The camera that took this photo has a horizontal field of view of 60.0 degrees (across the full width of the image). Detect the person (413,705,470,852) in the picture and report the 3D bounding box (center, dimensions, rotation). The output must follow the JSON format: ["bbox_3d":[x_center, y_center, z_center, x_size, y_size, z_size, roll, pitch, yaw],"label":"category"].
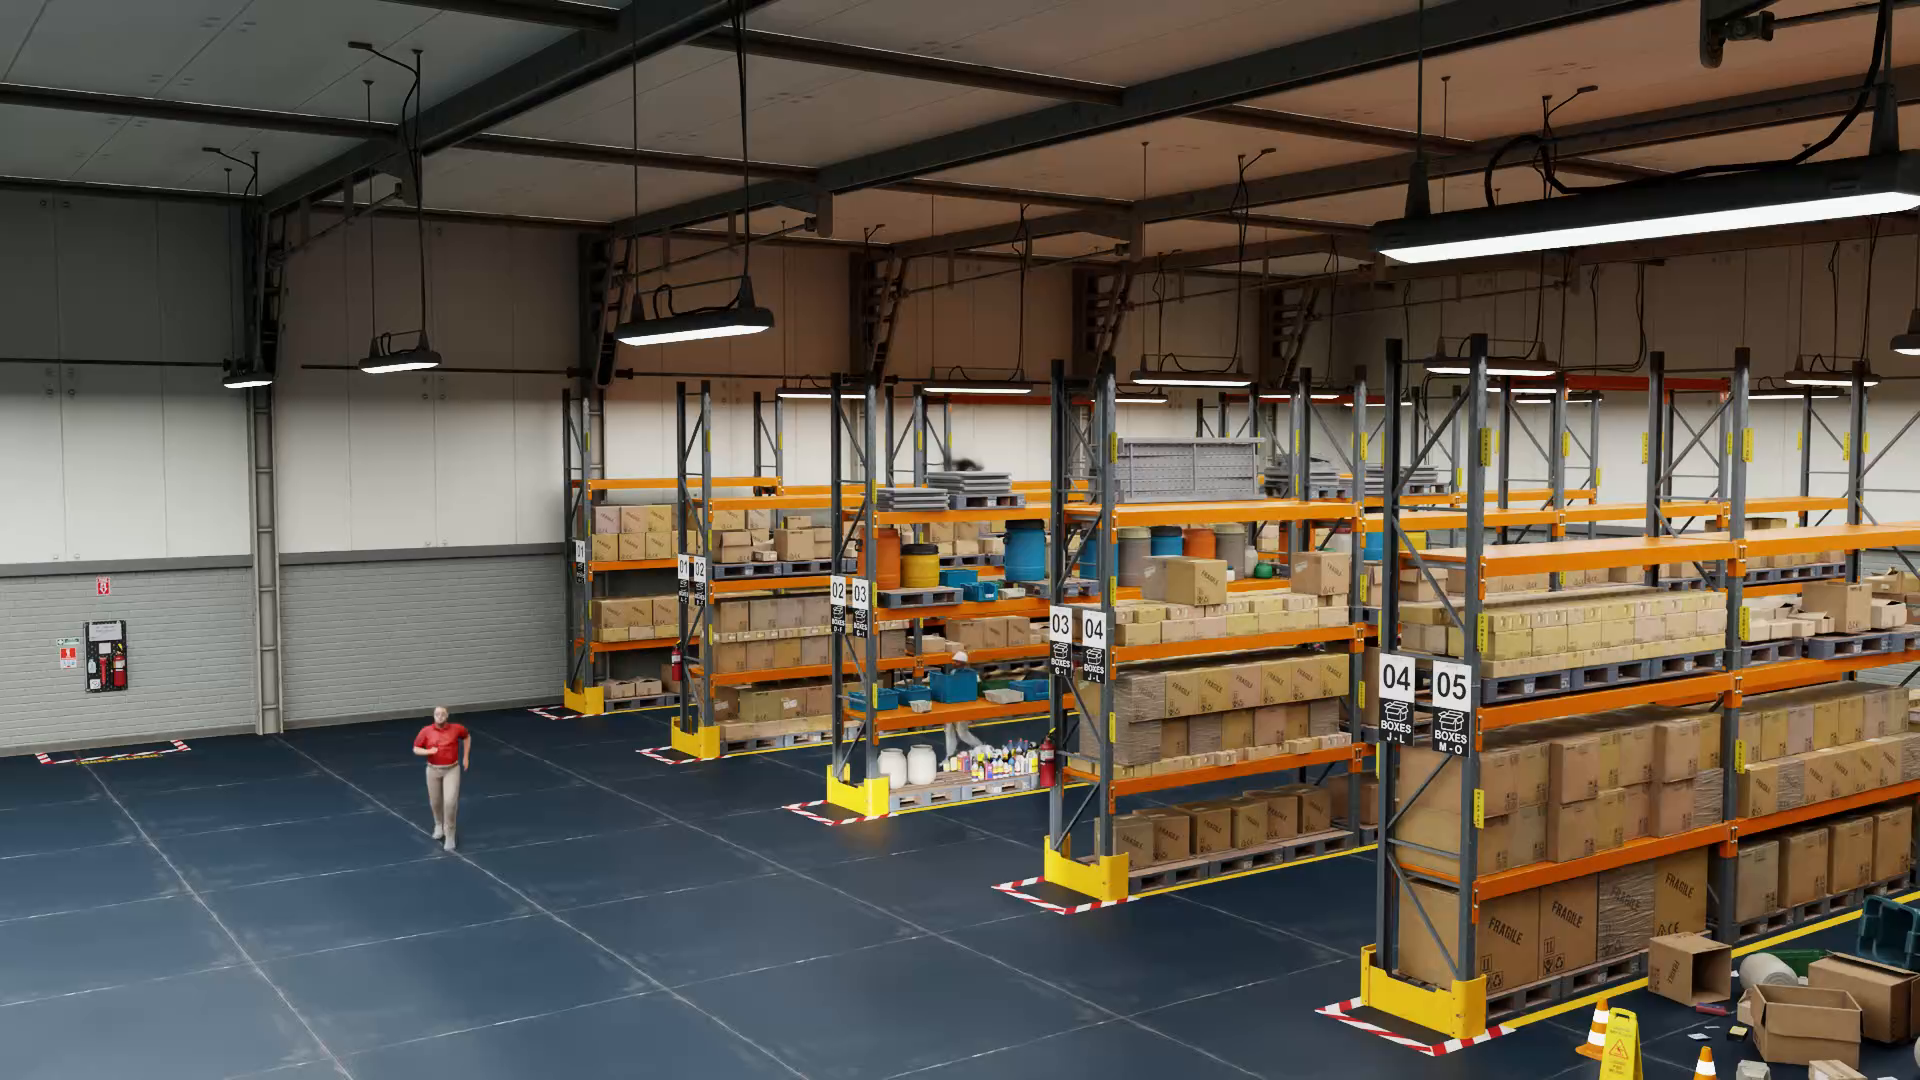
[{"bbox_3d":[-6.507,2.957,20.892,0.664,1.792,0.848,-1,4,-11],"label":"person"}]

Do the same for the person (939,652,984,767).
[{"bbox_3d":[0.013,2.597,25.624,0.835,1.757,0.722,-3,5,-42],"label":"person"}]
